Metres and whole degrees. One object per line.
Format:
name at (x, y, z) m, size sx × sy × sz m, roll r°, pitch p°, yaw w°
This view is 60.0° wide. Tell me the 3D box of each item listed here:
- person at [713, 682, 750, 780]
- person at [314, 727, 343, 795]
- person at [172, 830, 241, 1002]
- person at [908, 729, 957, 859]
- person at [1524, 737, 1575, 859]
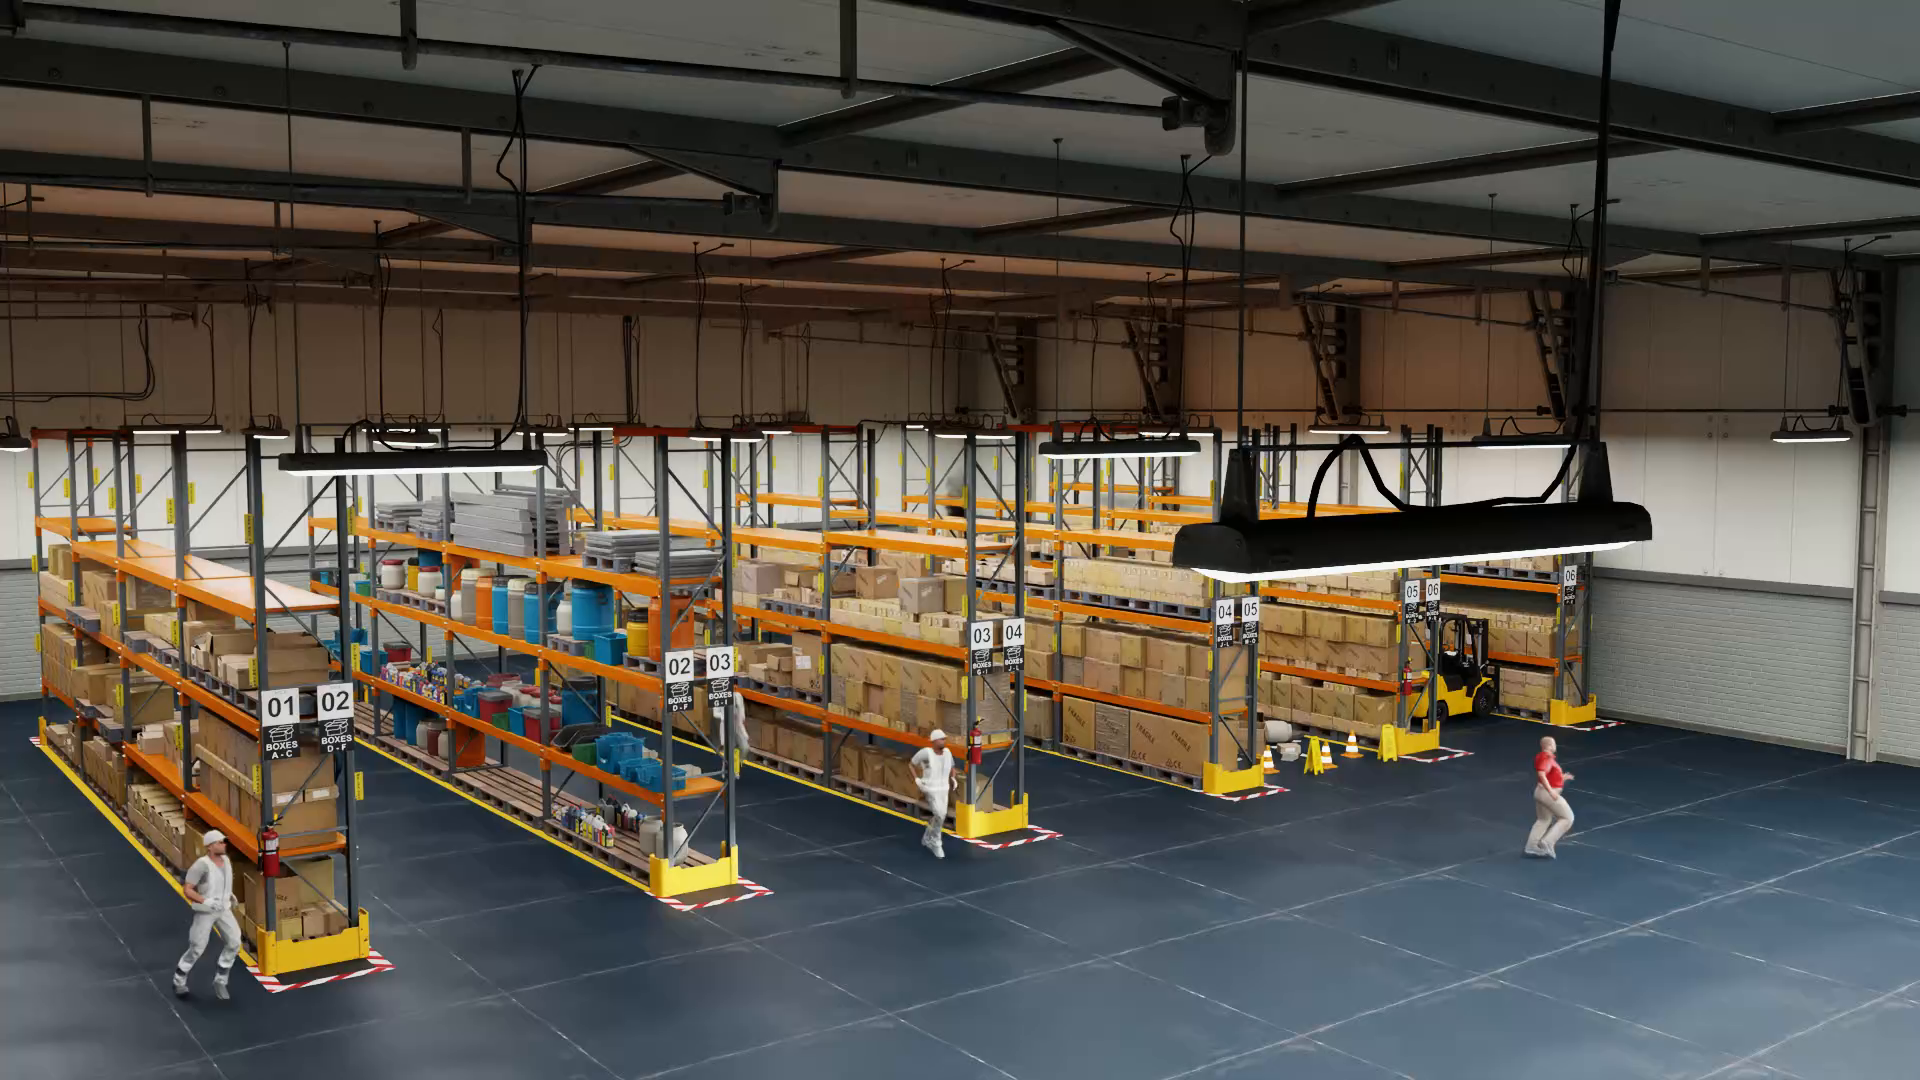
person at (-3.840, 3.237, 28.265) m, size 0.694 × 1.765 × 0.676 m, roll -3°, pitch 6°, yaw -38°
person at (-10.367, 3.419, 27.361) m, size 0.577 × 1.550 × 0.521 m, roll 4°, pitch 6°, yaw 40°
person at (-8.091, 4.045, 18.008) m, size 0.697 × 1.795 × 0.718 m, roll 2°, pitch 5°, yaw 25°
person at (-0.340, 3.596, 23.710) m, size 0.690 × 1.803 × 0.670 m, roll -4°, pitch 6°, yaw -40°
person at (8.351, 3.633, 23.487) m, size 0.685 × 1.721 × 0.637 m, roll 0°, pitch 4°, yaw -6°
